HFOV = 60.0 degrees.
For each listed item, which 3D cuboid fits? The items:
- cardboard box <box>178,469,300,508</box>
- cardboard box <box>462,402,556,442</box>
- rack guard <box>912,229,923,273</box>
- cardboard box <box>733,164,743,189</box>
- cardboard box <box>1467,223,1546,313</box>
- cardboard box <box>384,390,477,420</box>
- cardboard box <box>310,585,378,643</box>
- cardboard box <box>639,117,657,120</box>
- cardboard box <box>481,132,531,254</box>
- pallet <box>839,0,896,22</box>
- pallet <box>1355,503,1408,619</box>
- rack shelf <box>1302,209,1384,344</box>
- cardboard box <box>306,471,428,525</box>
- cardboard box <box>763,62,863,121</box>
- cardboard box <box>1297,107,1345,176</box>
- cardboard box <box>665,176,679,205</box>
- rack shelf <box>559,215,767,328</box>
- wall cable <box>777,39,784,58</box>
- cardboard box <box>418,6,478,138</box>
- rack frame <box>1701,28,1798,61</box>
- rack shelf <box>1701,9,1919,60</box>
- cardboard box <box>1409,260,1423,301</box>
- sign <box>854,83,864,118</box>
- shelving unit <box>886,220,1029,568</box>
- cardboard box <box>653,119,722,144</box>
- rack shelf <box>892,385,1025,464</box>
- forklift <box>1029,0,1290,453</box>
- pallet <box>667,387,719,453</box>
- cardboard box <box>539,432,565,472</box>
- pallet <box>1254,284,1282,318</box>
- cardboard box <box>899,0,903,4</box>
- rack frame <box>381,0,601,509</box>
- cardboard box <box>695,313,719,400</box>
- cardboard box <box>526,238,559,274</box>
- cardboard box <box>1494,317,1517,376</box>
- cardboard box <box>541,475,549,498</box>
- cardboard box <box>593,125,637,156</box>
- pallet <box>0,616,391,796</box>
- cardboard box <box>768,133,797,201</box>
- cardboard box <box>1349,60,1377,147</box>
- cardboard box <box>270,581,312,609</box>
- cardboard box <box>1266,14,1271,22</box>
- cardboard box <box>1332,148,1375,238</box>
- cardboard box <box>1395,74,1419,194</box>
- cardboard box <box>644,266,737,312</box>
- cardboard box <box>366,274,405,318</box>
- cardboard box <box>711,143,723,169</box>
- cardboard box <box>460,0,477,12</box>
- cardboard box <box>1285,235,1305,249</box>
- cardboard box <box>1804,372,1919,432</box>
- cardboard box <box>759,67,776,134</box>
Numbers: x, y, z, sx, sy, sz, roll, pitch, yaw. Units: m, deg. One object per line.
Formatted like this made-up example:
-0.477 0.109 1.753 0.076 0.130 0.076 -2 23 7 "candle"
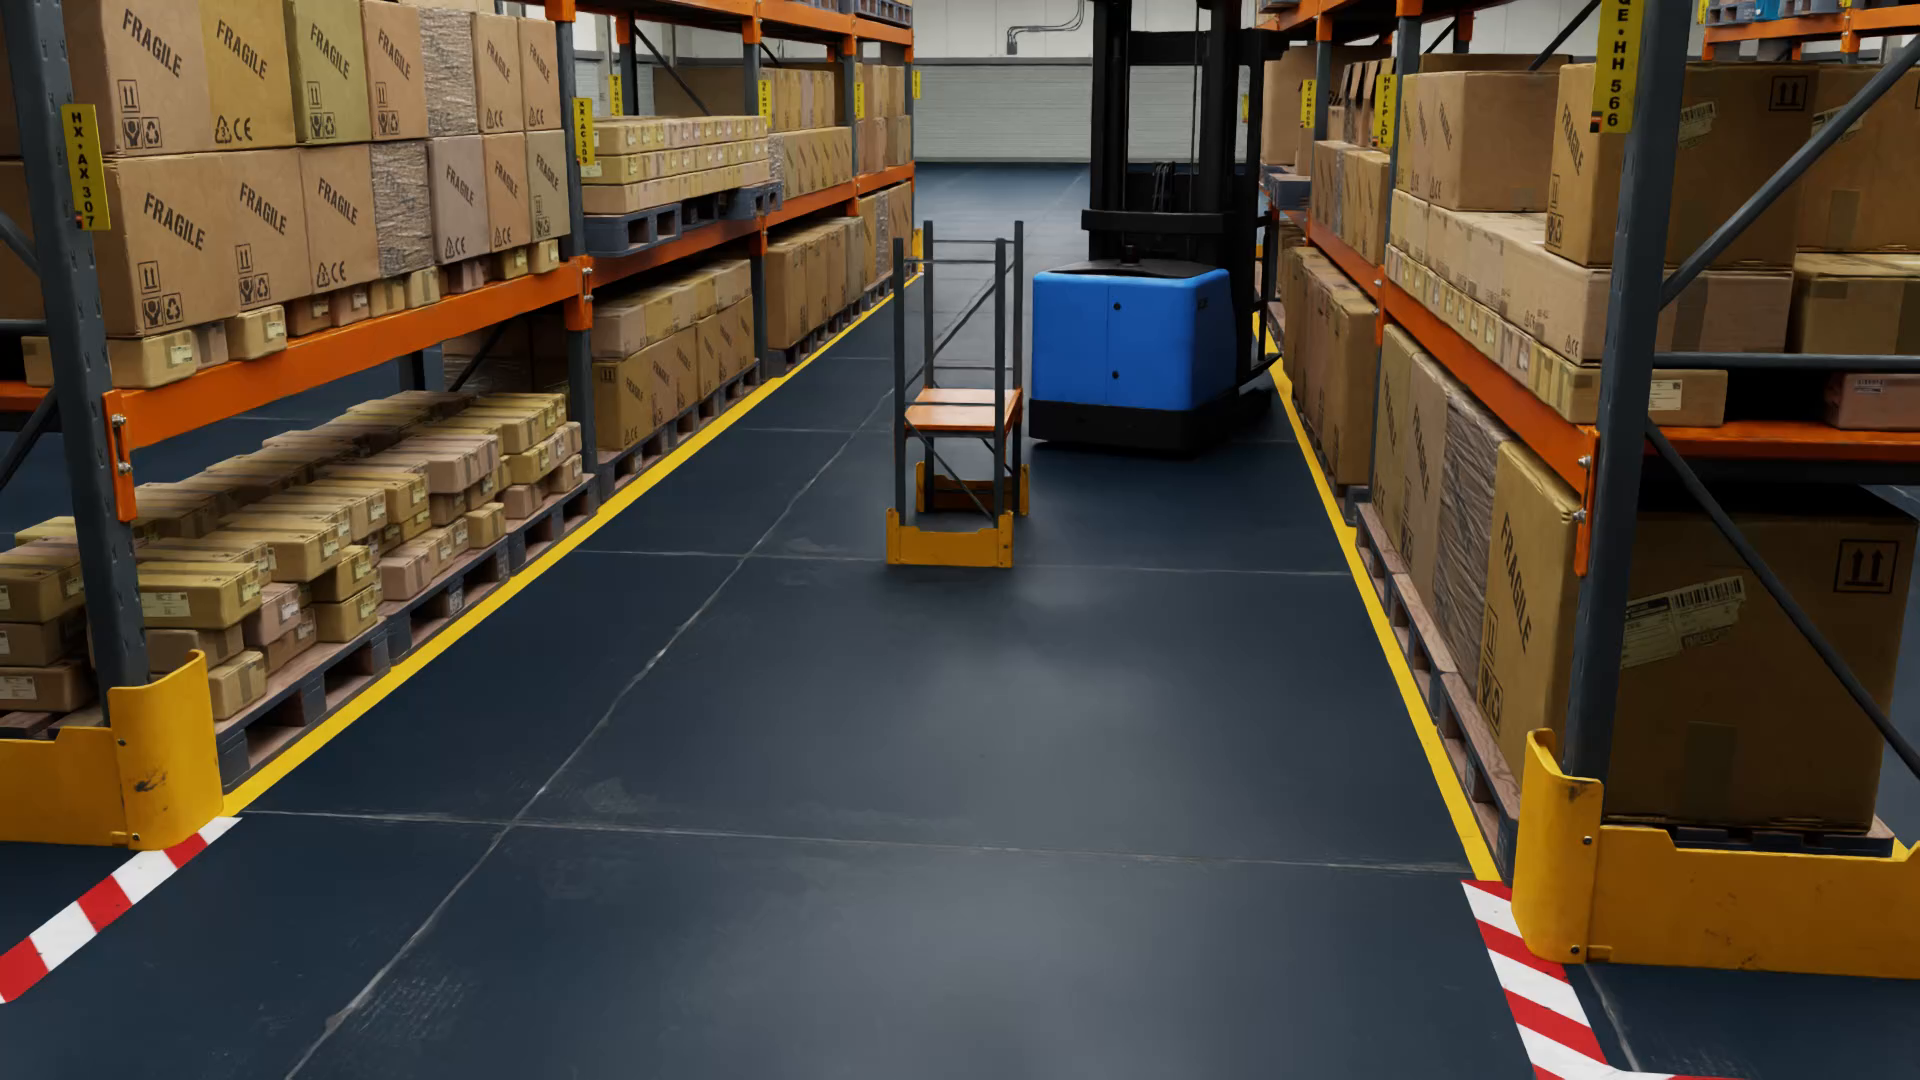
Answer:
-2.857 -0.180 6.599 0.380 0.149 0.250 1 15 4 "cardboard box"
-2.180 -0.569 8.039 0.380 0.149 0.250 2 15 7 "cardboard box"
-1.052 -3.535 20.277 1.175 0.500 0.348 2 15 6 "rack guard"
-1.647 -2.405 10.986 0.380 0.149 0.250 1 15 6 "cardboard box"
1.962 -0.882 5.393 0.500 0.250 0.500 1 15 4 "cardboard box"
-2.654 -0.654 8.350 0.380 0.149 0.250 2 15 9 "cardboard box"
-2.376 0.263 6.099 0.380 0.149 0.250 2 15 7 "cardboard box"
-2.262 -2.782 11.240 0.380 0.149 0.250 2 15 6 "cardboard box"
-2.243 -1.547 7.374 0.500 0.500 0.500 1 15 5 "cardboard box"
-1.263 -5.631 17.662 1.003 0.211 1.213 2 15 6 "pallet"
2.344 0.090 7.424 1.003 0.211 1.213 2 15 6 "pallet"
2.733 -1.622 9.793 1.077 0.370 4.000 2 15 6 "rack shelf"
-2.335 -0.167 6.551 0.380 0.149 0.250 2 15 7 "cardboard box"
-1.431 -4.386 16.281 0.875 0.550 0.550 2 15 6 "cardboard box"
2.944 -3.028 12.618 0.700 0.500 0.500 4 16 15 "cardboard box"
-1.821 -1.995 9.470 0.380 0.149 0.250 2 15 7 "cardboard box"
-2.183 -1.795 10.430 1.077 0.370 4.000 2 15 6 "rack shelf"
-6.860 -14.749 51.417 3.097 2.526 0.112 2 15 6 "wall cable"
-2.318 -1.901 6.770 0.500 0.500 0.500 2 15 8 "cardboard box"
8.783 -4.417 18.751 1.000 3.000 0.127 2 15 6 "rack frame"
8.558 -4.999 16.535 1.077 0.370 4.000 2 15 6 "rack shelf"
2.057 -1.058 6.809 0.380 0.149 0.250 1 15 5 "cardboard box"
-0.966 -4.205 15.901 0.100 0.325 0.005 2 15 6 "sign"
0.009 -0.744 8.039 0.587 1.500 1.083 2 15 6 "shelving unit"
-1.706 -2.553 10.395 0.380 0.149 0.250 2 15 9 "cardboard box"
0.010 -0.572 8.095 0.538 0.185 1.000 2 15 6 "rack shelf"
1.489 -2.279 10.976 1.130 2.935 3.031 7 17 23 "forklift"
-2.188 -0.796 10.702 1.003 0.211 1.213 2 15 6 "pallet"
-2.147 -0.432 8.099 0.380 0.149 0.250 1 15 4 "cardboard box"
3.451 -2.355 16.466 1.003 0.211 1.213 2 15 6 "pallet"
-0.842 -6.019 18.415 0.380 0.149 0.250 2 15 7 "cardboard box"
-2.409 -1.623 8.418 1.000 3.000 0.127 2 15 6 "rack frame"
-1.878 -1.206 10.860 0.500 0.500 0.500 1 15 4 "cardboard box"
-2.129 -1.351 7.892 0.380 0.149 0.250 1 15 5 "cardboard box"
1.856 -0.592 5.085 0.380 0.149 0.250 2 15 7 "cardboard box"
-2.227 -0.273 8.082 0.380 0.149 0.250 2 15 8 "cardboard box"
-1.908 -2.080 8.646 0.380 0.149 0.250 2 15 9 "cardboard box"
-2.725 0.531 5.794 1.003 0.211 1.213 2 15 6 "pallet"
-1.584 -2.949 13.131 0.500 0.500 0.500 2 15 6 "cardboard box"
2.784 -2.663 10.149 0.797 0.503 0.637 2 15 8 "cardboard box"
-2.520 0.180 5.835 0.380 0.149 0.250 2 15 7 "cardboard box"
3.324 -5.295 16.537 0.500 0.250 0.500 2 15 6 "cardboard box"
2.465 -2.022 9.702 0.500 0.500 0.500 2 15 6 "cardboard box"
2.200 -1.767 7.232 0.500 0.500 0.500 2 15 6 "cardboard box"
-1.821 -1.702 11.258 0.500 0.250 0.500 2 15 7 "cardboard box"
-2.373 -0.945 6.391 0.380 0.149 0.250 2 15 8 "cardboard box"
-1.704 -2.409 10.433 0.380 0.149 0.250 2 15 8 "cardboard box"
-5.846 -6.103 18.958 0.500 0.250 0.500 1 15 5 "cardboard box"
3.553 -2.773 16.655 0.500 0.500 0.500 7 17 24 "cardboard box"
2.424 -0.374 4.282 0.380 0.149 0.250 2 15 7 "cardboard box"
-1.841 -3.439 13.026 0.700 0.500 0.500 1 15 5 "cardboard box"
